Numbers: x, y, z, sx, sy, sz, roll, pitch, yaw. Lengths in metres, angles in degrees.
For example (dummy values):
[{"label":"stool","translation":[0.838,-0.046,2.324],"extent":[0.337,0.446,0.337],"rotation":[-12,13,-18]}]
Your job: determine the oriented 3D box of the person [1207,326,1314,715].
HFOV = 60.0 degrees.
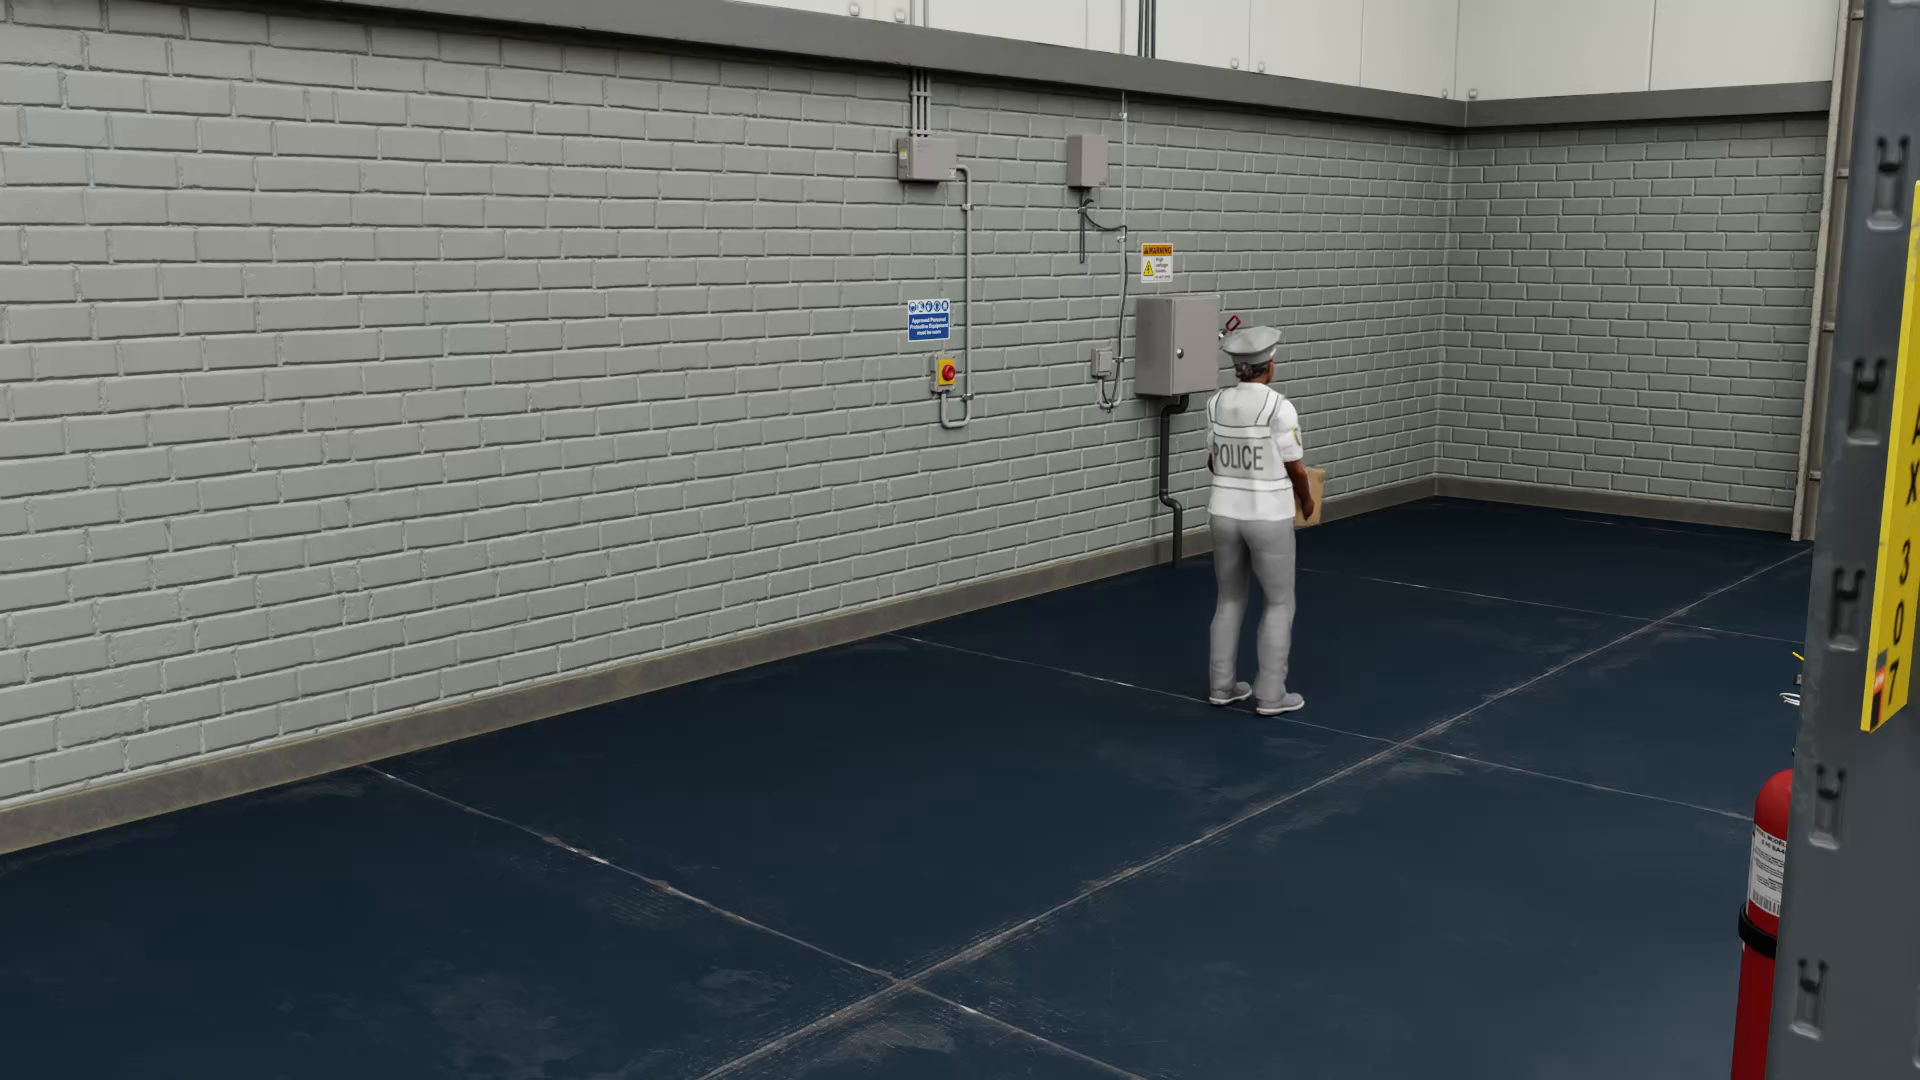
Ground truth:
[{"label":"person","translation":[1.328,-0.096,7.351],"extent":[0.472,1.691,0.488],"rotation":[9,14,40]}]
